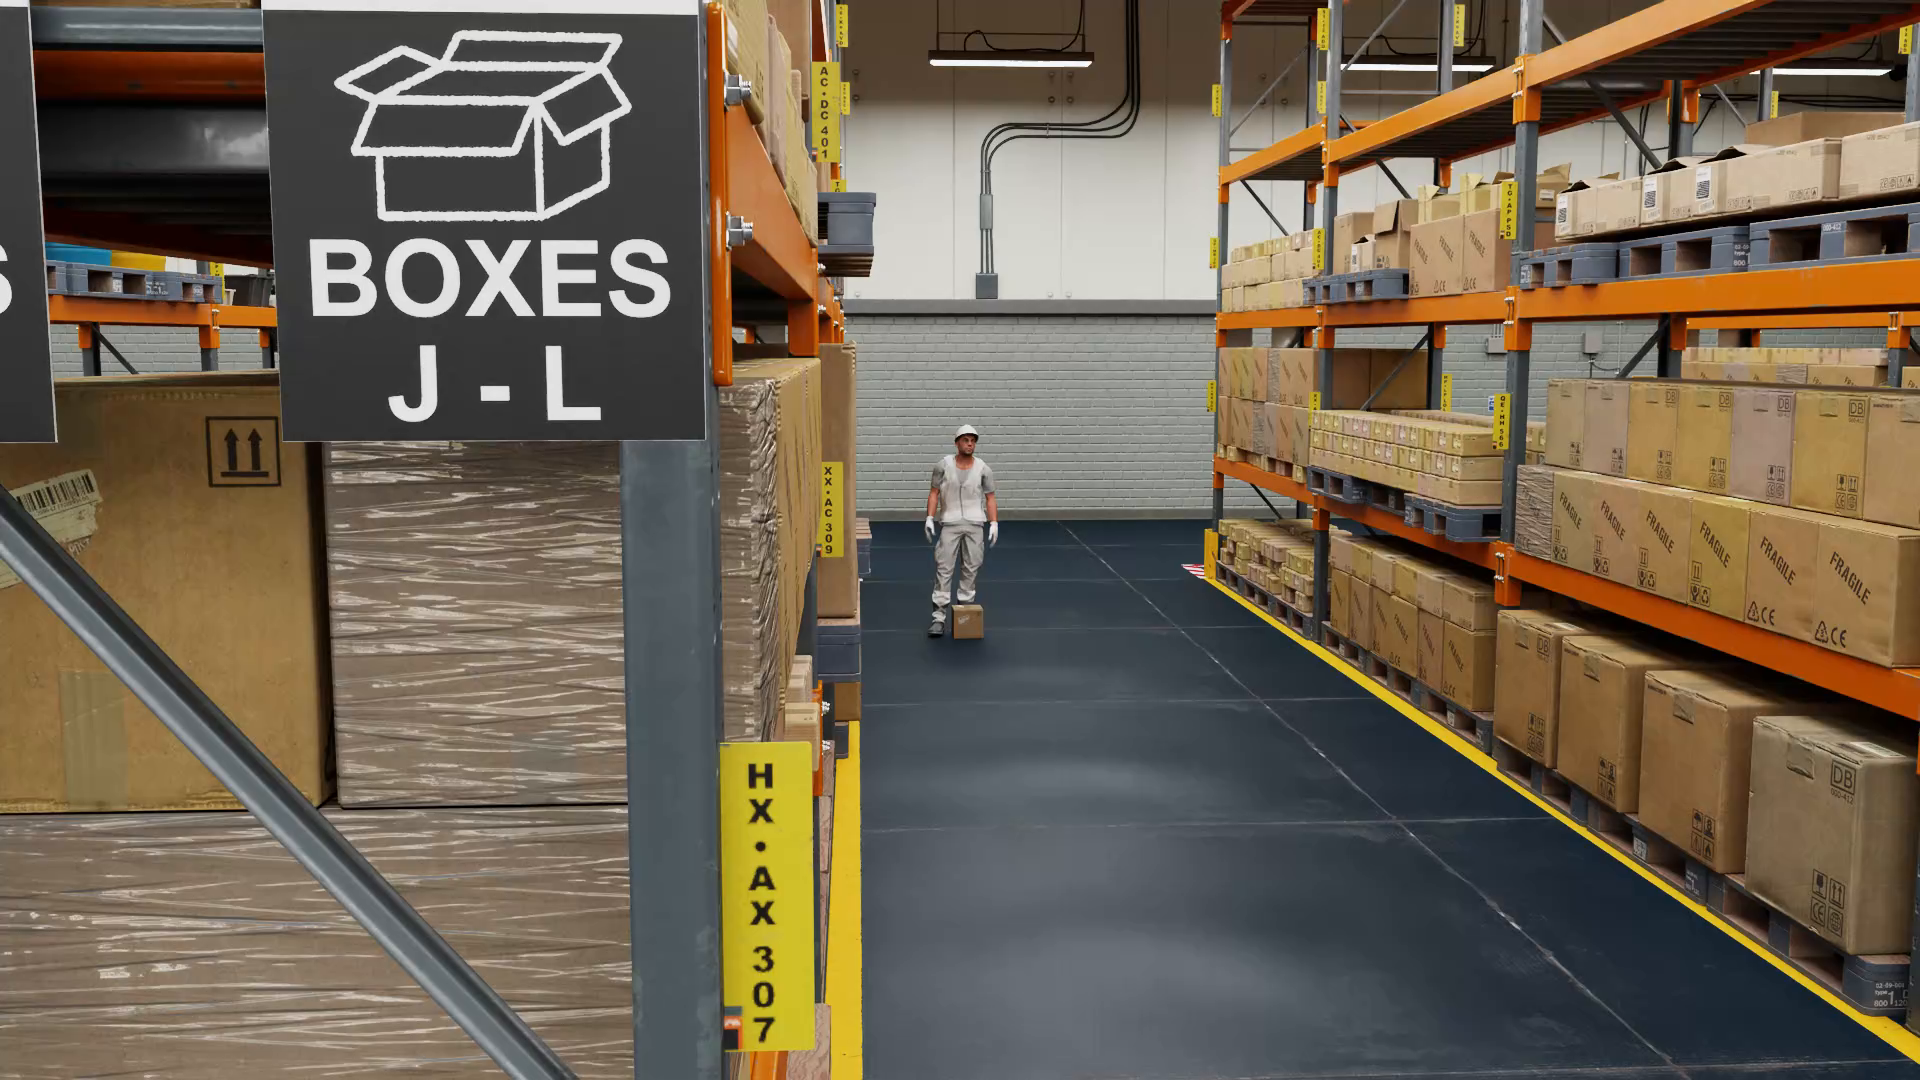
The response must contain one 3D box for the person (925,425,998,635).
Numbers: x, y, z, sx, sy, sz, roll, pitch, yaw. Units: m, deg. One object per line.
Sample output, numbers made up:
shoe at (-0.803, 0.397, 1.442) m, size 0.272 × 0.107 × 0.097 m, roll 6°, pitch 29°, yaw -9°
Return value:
person at (0.015, -0.094, 14.353) m, size 0.637 × 1.787 × 0.565 m, roll 0°, pitch 7°, yaw -4°
